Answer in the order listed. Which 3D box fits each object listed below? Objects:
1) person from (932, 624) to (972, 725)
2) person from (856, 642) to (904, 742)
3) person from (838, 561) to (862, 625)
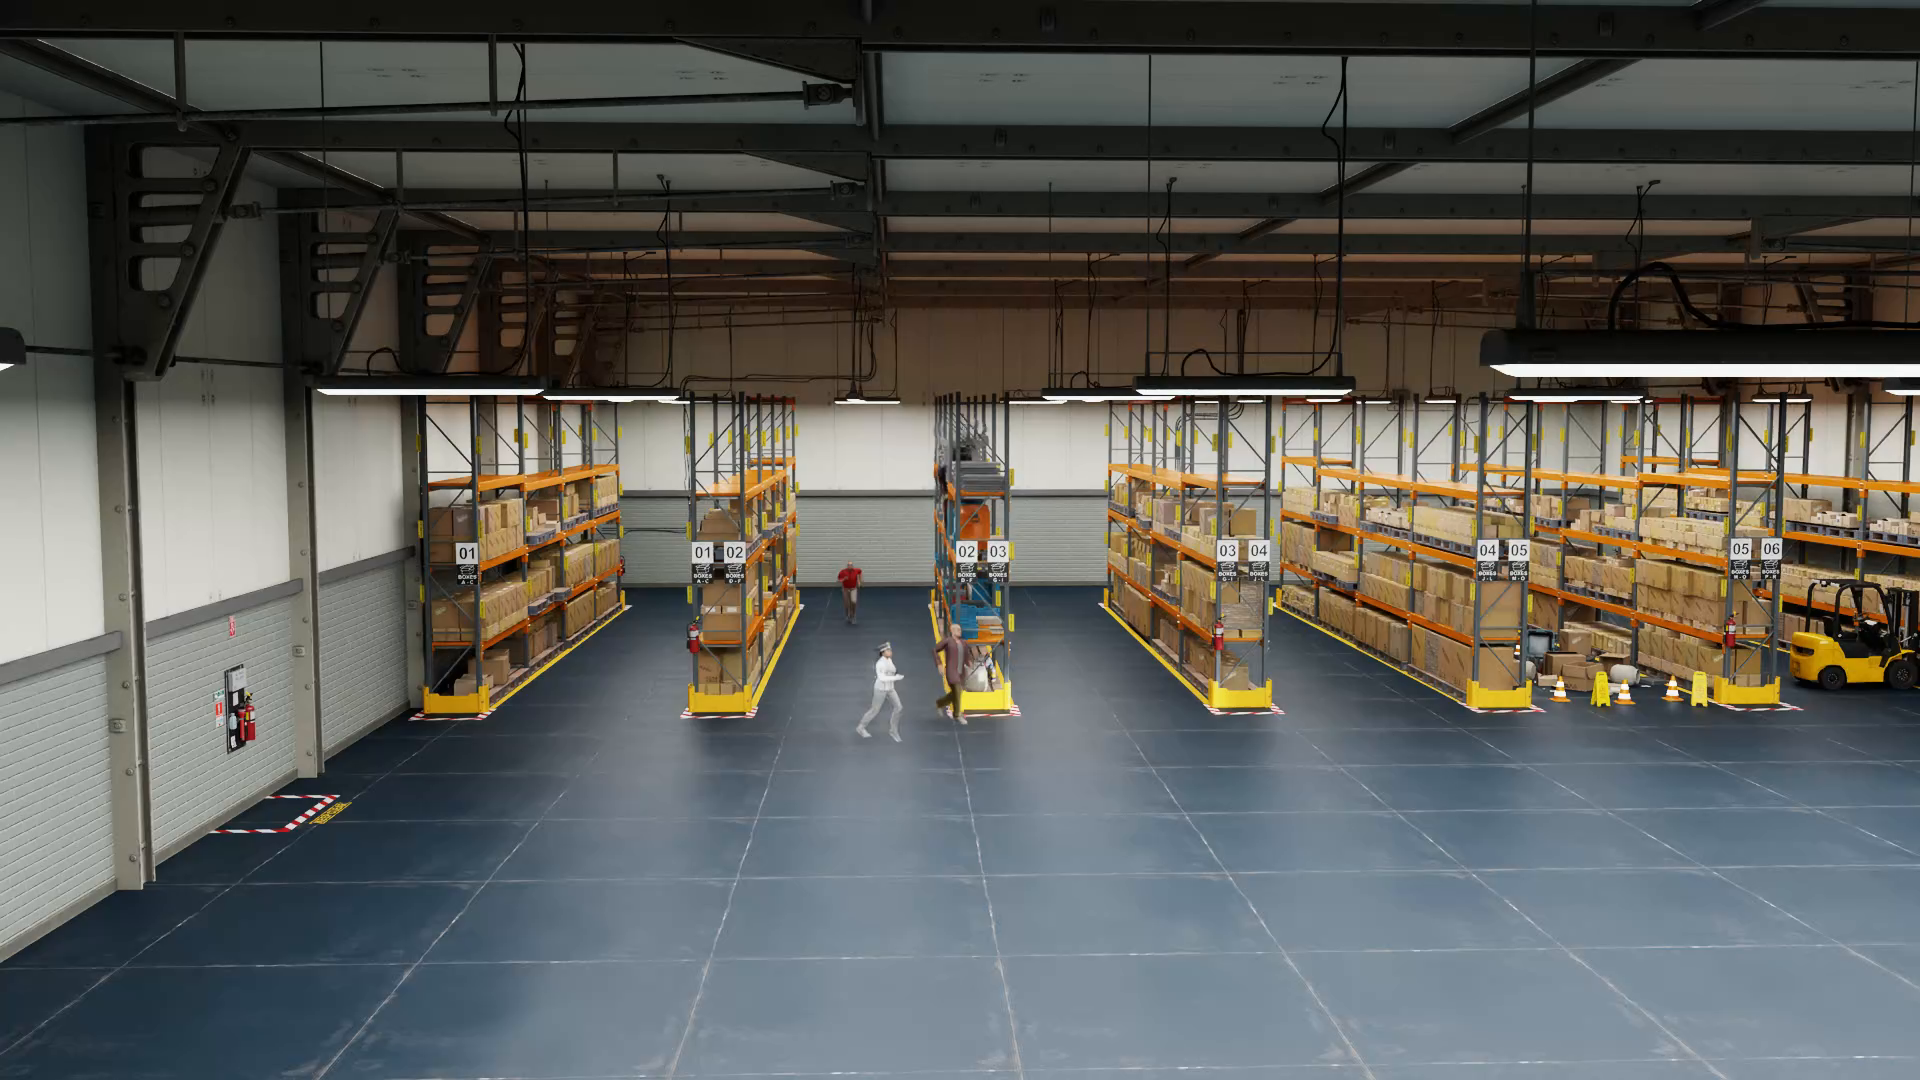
[{"bbox_3d":[-0.081,2.426,30.285,0.748,1.766,0.918,-4,6,-43],"label":"person"},{"bbox_3d":[-1.332,2.601,28.495,0.873,1.742,0.608,2,5,26],"label":"person"},{"bbox_3d":[-2.896,1.382,43.781,0.642,1.707,0.936,0,5,-3],"label":"person"}]
